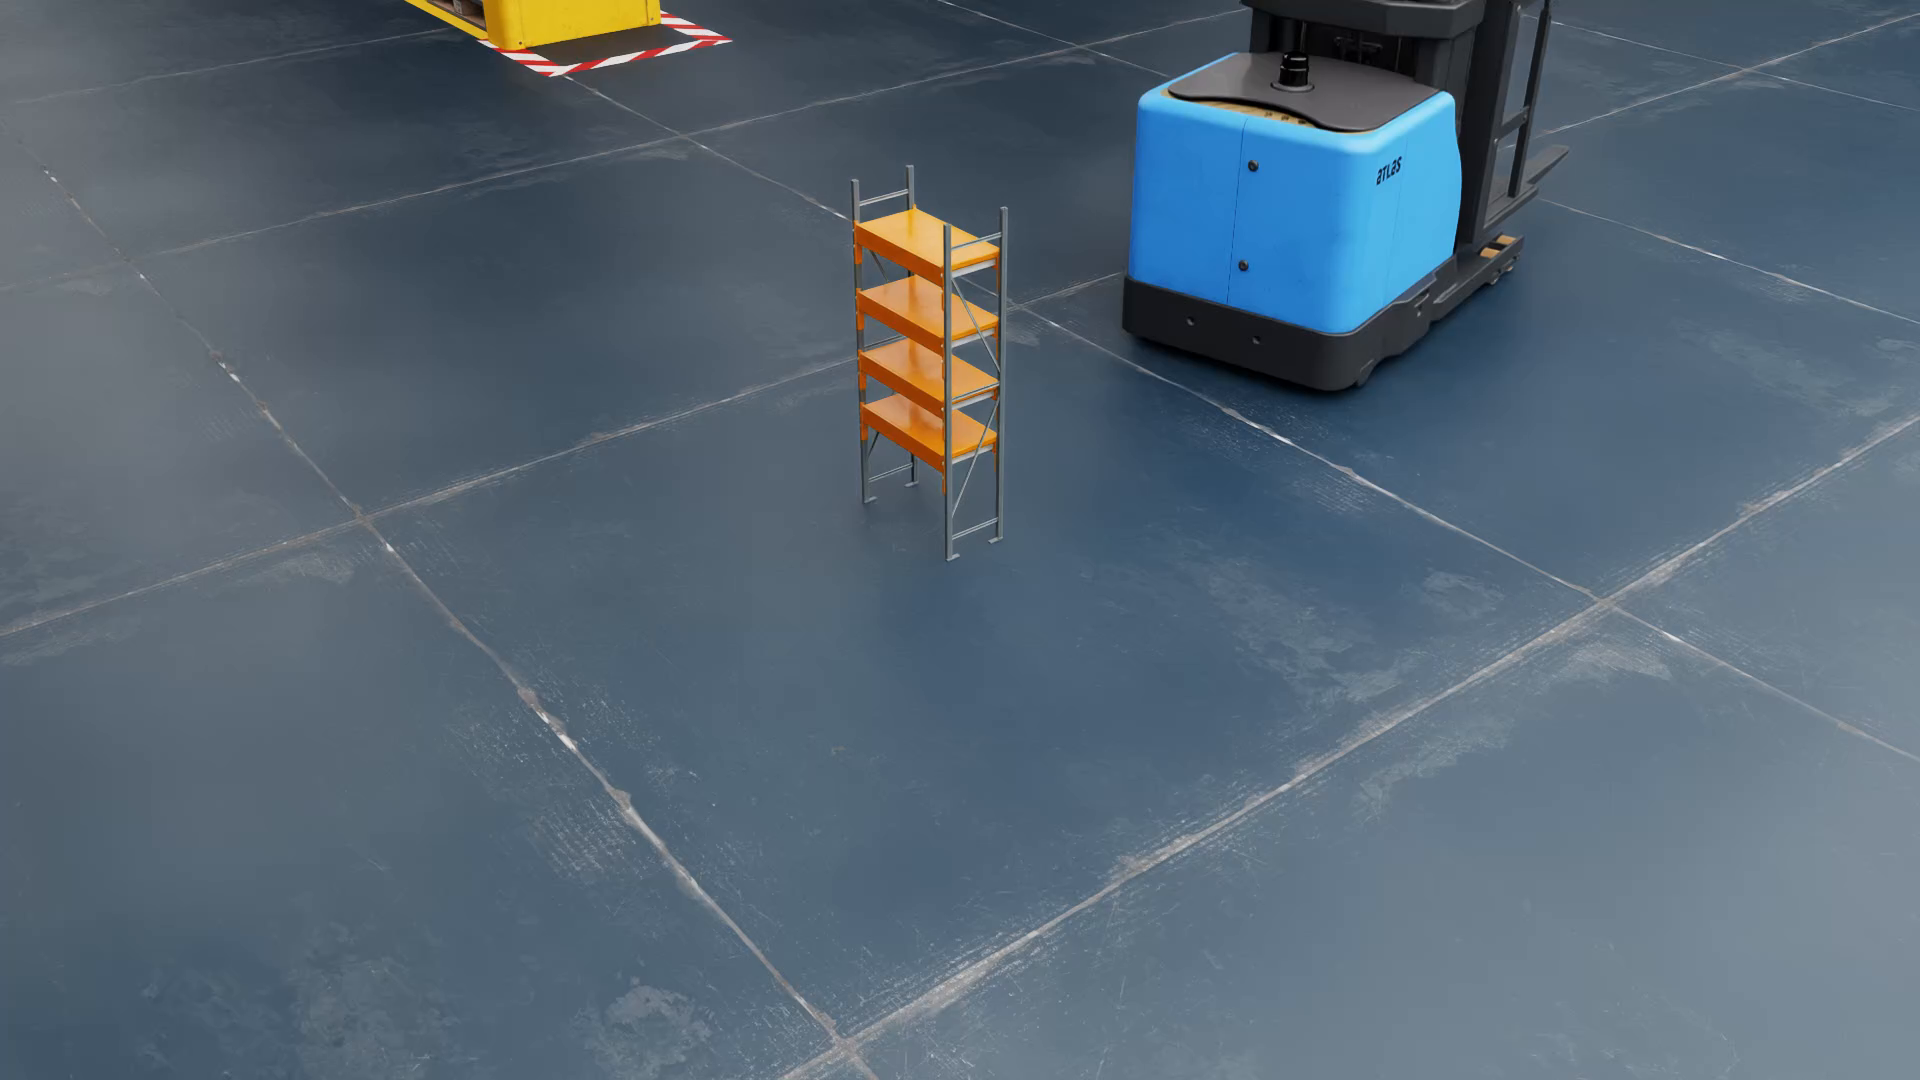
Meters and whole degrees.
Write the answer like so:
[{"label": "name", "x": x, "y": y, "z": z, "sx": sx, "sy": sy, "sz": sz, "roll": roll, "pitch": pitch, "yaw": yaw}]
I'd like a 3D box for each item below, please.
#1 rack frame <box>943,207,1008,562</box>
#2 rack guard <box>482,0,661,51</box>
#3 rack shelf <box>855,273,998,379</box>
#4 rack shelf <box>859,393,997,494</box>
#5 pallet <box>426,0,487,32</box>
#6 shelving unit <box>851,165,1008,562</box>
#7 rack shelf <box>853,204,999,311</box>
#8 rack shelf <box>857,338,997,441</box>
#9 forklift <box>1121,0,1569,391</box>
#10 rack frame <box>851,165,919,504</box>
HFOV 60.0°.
[{"label": "rack frame", "x": 0.048, "y": -0.477, "z": 5.381, "sx": 0.240, "sy": 1.200, "sz": 0.015, "roll": -22, "pitch": 38, "yaw": -31}, {"label": "rack guard", "x": -2.612, "y": -3.676, "z": 11.195, "sx": 1.175, "sy": 0.500, "sz": 0.348, "roll": -22, "pitch": 38, "yaw": -31}, {"label": "rack shelf", "x": -0.102, "y": -0.712, "z": 5.462, "sx": 0.258, "sy": 0.148, "sz": 0.480, "roll": -22, "pitch": 38, "yaw": -31}, {"label": "rack shelf", "x": -0.102, "y": -0.353, "z": 5.685, "sx": 0.258, "sy": 0.148, "sz": 0.480, "roll": -22, "pitch": 38, "yaw": -31}, {"label": "pallet", "x": -3.106, "y": -3.894, "z": 11.819, "sx": 1.003, "sy": 0.211, "sz": 1.213, "roll": -22, "pitch": 38, "yaw": -31}, {"label": "shelving unit", "x": -0.102, "y": -0.579, "z": 5.545, "sx": 0.258, "sy": 1.200, "sz": 0.503, "roll": -22, "pitch": 38, "yaw": -31}, {"label": "rack shelf", "x": -0.102, "y": -0.912, "z": 5.337, "sx": 0.258, "sy": 0.148, "sz": 0.480, "roll": -22, "pitch": 38, "yaw": -31}, {"label": "rack shelf", "x": -0.102, "y": -0.522, "z": 5.580, "sx": 0.258, "sy": 0.148, "sz": 0.480, "roll": -22, "pitch": 38, "yaw": -31}, {"label": "forklift", "x": 1.974, "y": -2.555, "z": 7.086, "sx": 1.130, "sy": 2.935, "sz": 3.031, "roll": 22, "pitch": 38, "yaw": 31}, {"label": "rack frame", "x": -0.251, "y": -0.680, "z": 5.708, "sx": 0.240, "sy": 1.200, "sz": 0.015, "roll": -22, "pitch": 38, "yaw": -31}]
